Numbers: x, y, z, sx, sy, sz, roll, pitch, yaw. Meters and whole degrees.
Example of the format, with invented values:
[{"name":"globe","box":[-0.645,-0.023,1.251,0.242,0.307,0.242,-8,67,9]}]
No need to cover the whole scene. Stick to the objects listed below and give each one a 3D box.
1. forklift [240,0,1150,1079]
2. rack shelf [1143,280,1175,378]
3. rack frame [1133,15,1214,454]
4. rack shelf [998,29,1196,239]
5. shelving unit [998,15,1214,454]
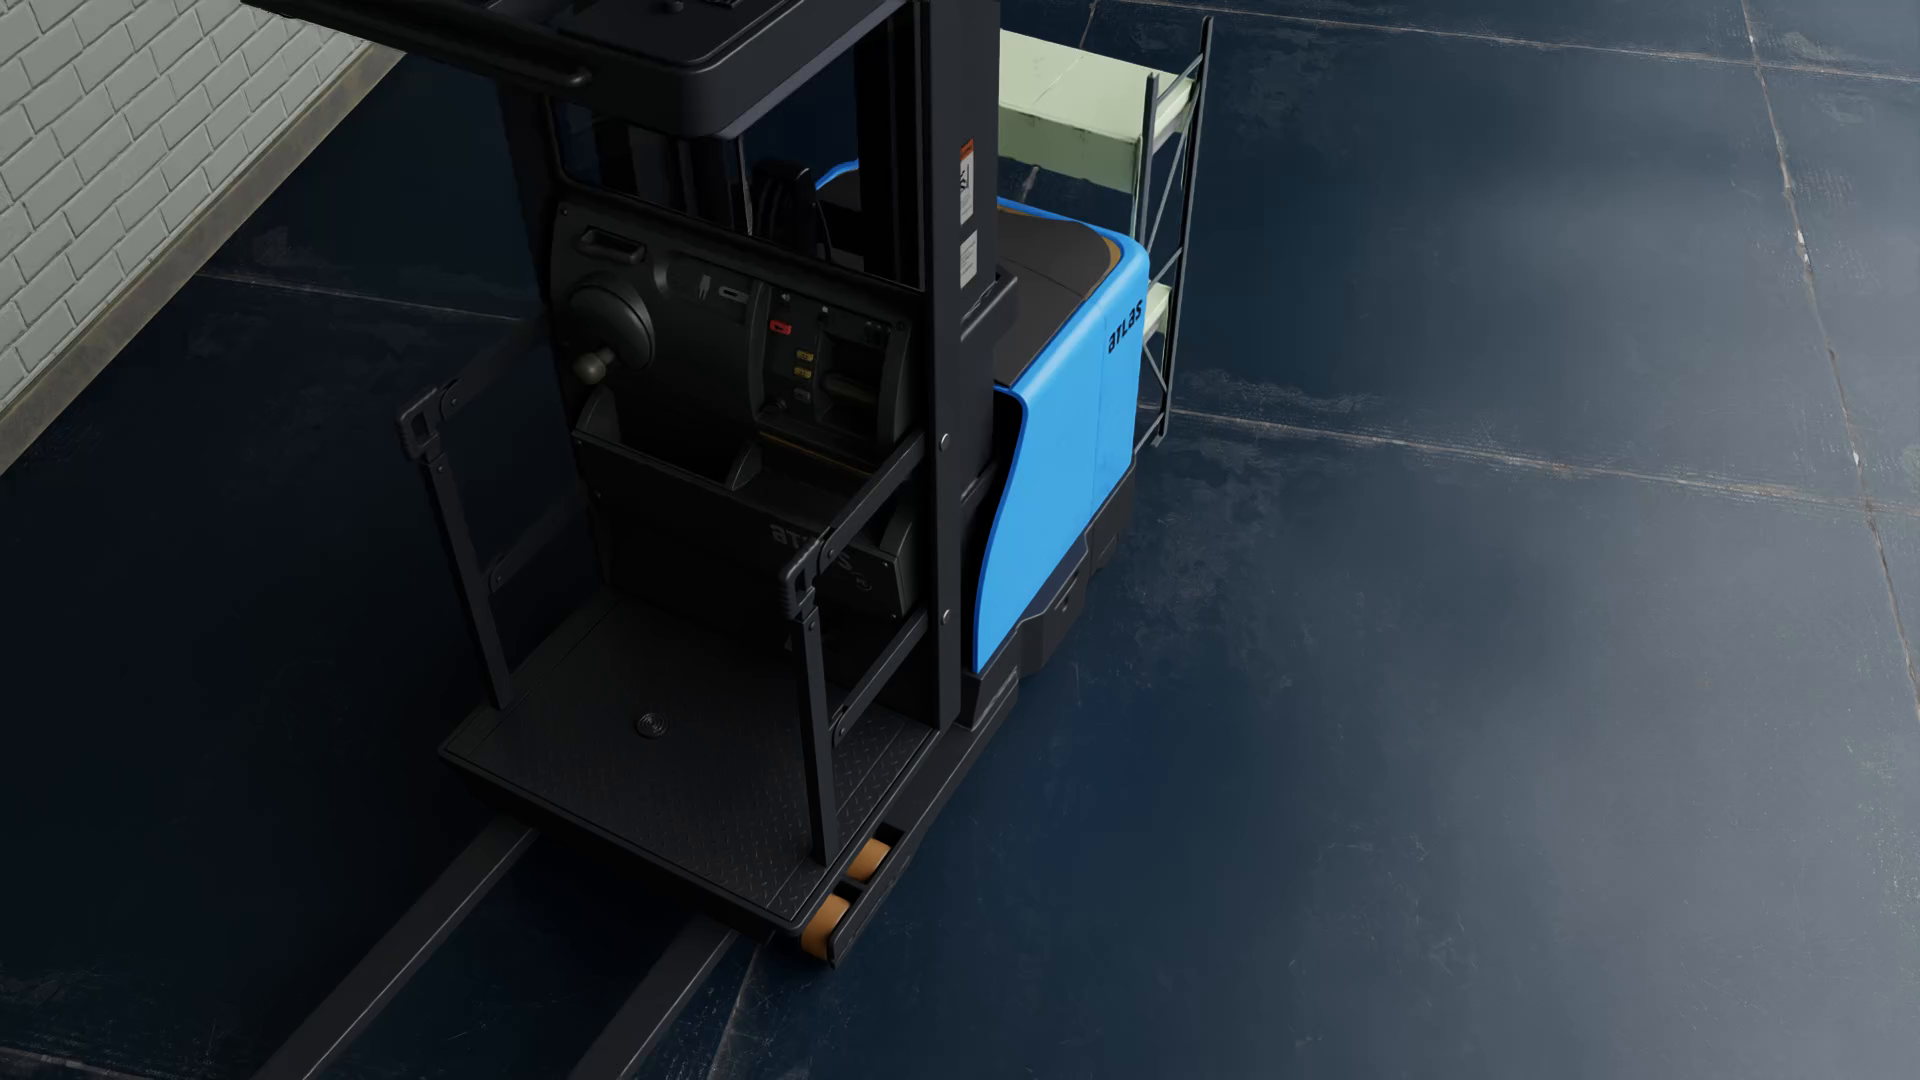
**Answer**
[{"name":"forklift","box":[-0.620,-0.372,3.523,1.130,2.935,3.031,21,48,21]},{"name":"rack shelf","box":[0.274,-0.674,5.339,0.720,0.370,0.431,21,48,21]},{"name":"rack frame","box":[0.594,-0.786,4.985,0.023,1.500,0.400,21,48,21]},{"name":"rack shelf","box":[0.274,-1.191,4.843,0.720,0.370,0.431,21,48,21]},{"name":"shelving unit","box":[0.274,-0.910,5.113,0.755,1.500,0.431,21,48,21]}]
